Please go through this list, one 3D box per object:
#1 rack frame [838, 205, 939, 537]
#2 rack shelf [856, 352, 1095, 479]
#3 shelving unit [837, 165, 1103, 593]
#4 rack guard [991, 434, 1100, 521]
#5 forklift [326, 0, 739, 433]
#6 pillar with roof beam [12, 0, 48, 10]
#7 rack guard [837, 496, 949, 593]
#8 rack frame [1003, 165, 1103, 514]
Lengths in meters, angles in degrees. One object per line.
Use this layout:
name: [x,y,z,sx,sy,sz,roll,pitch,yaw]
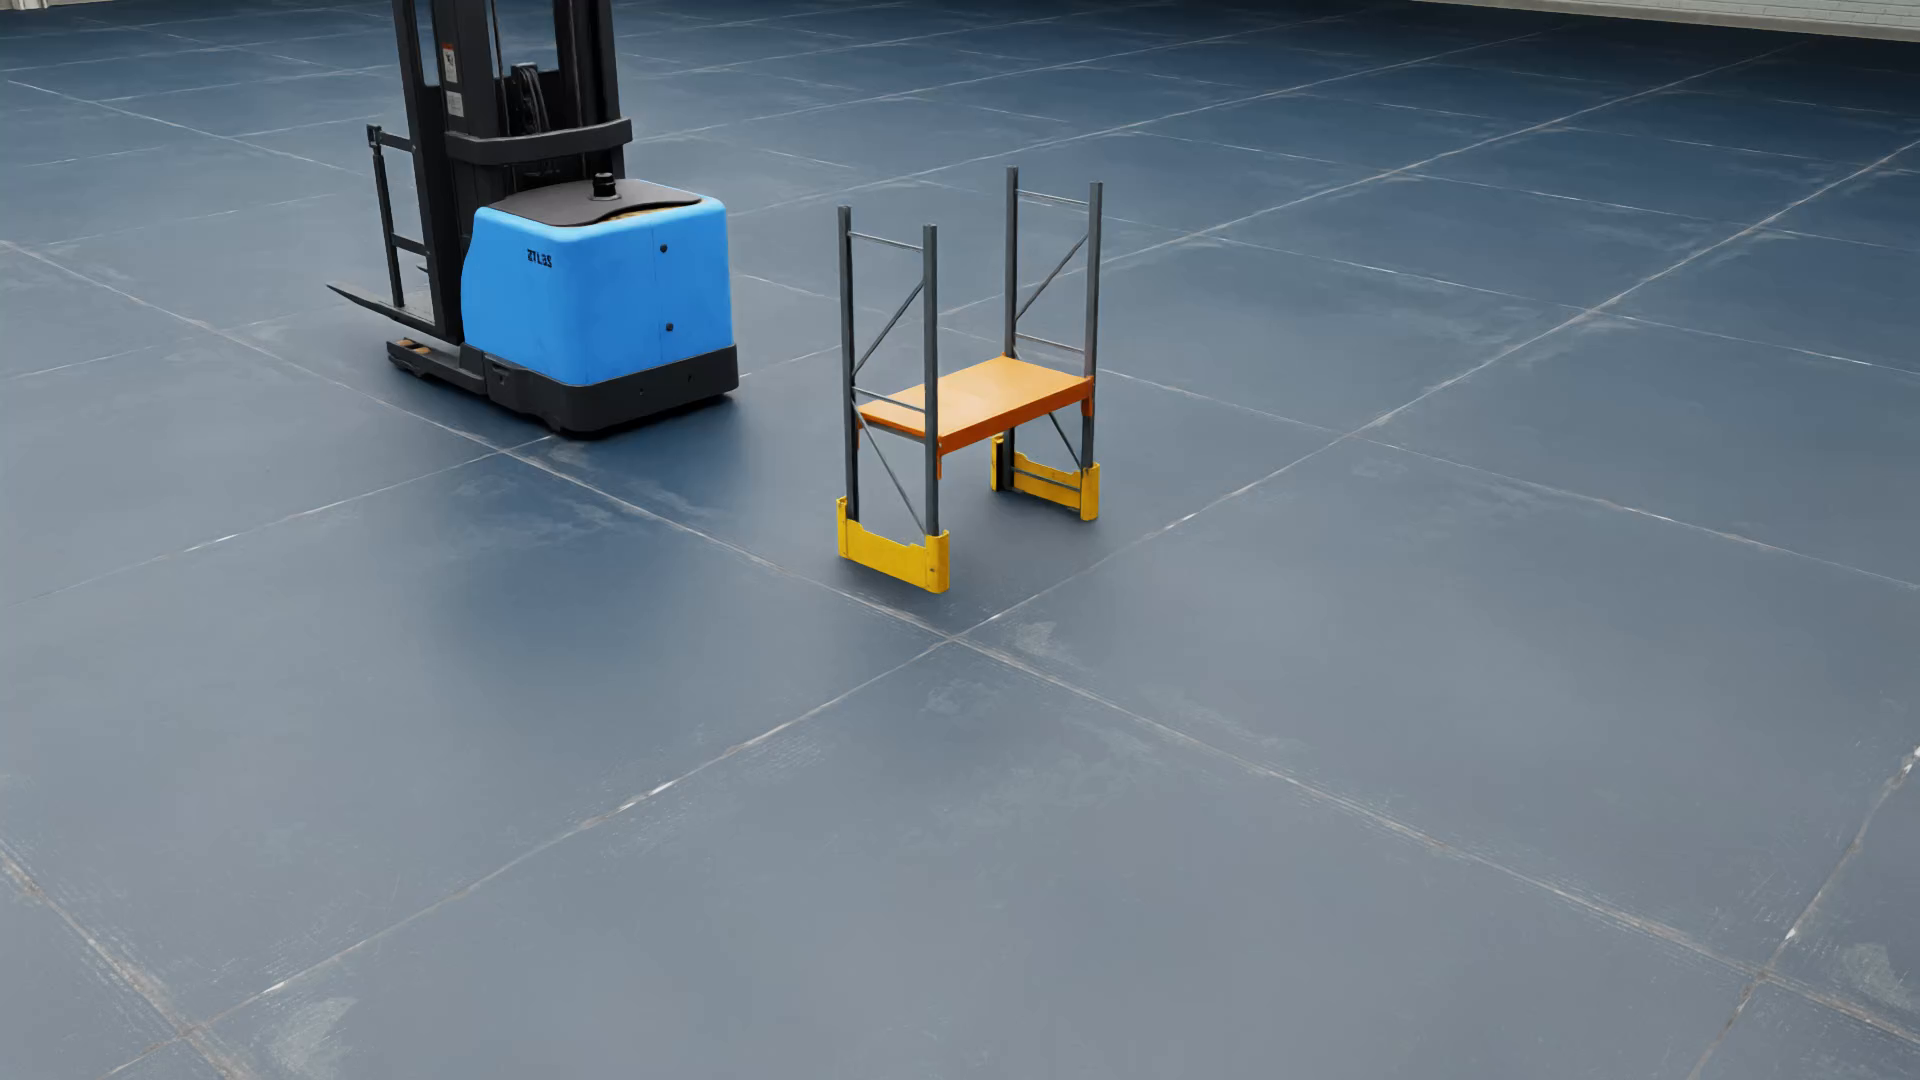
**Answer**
rack frame: [-0.282,-0.555,6.656,0.500,1.500,0.032,20,31,38]
rack shelf: [0.057,-0.546,7.075,0.538,0.185,1.000,20,31,38]
shelving unit: [0.051,-0.708,6.995,0.587,1.500,1.083,20,31,38]
rack guard: [0.383,-0.289,7.589,0.587,0.250,0.087,20,31,38]
forklift: [-2.590,-2.378,8.972,3.031,2.935,1.130,22,32,40]
pillar with roof beam: [-10.928,-11.017,20.822,9.100,9.000,0.400,20,31,38]
rack guard: [-0.281,0.014,6.912,0.587,0.250,0.087,20,31,38]
rack frame: [0.396,-0.865,7.347,0.500,1.500,0.032,20,31,38]
